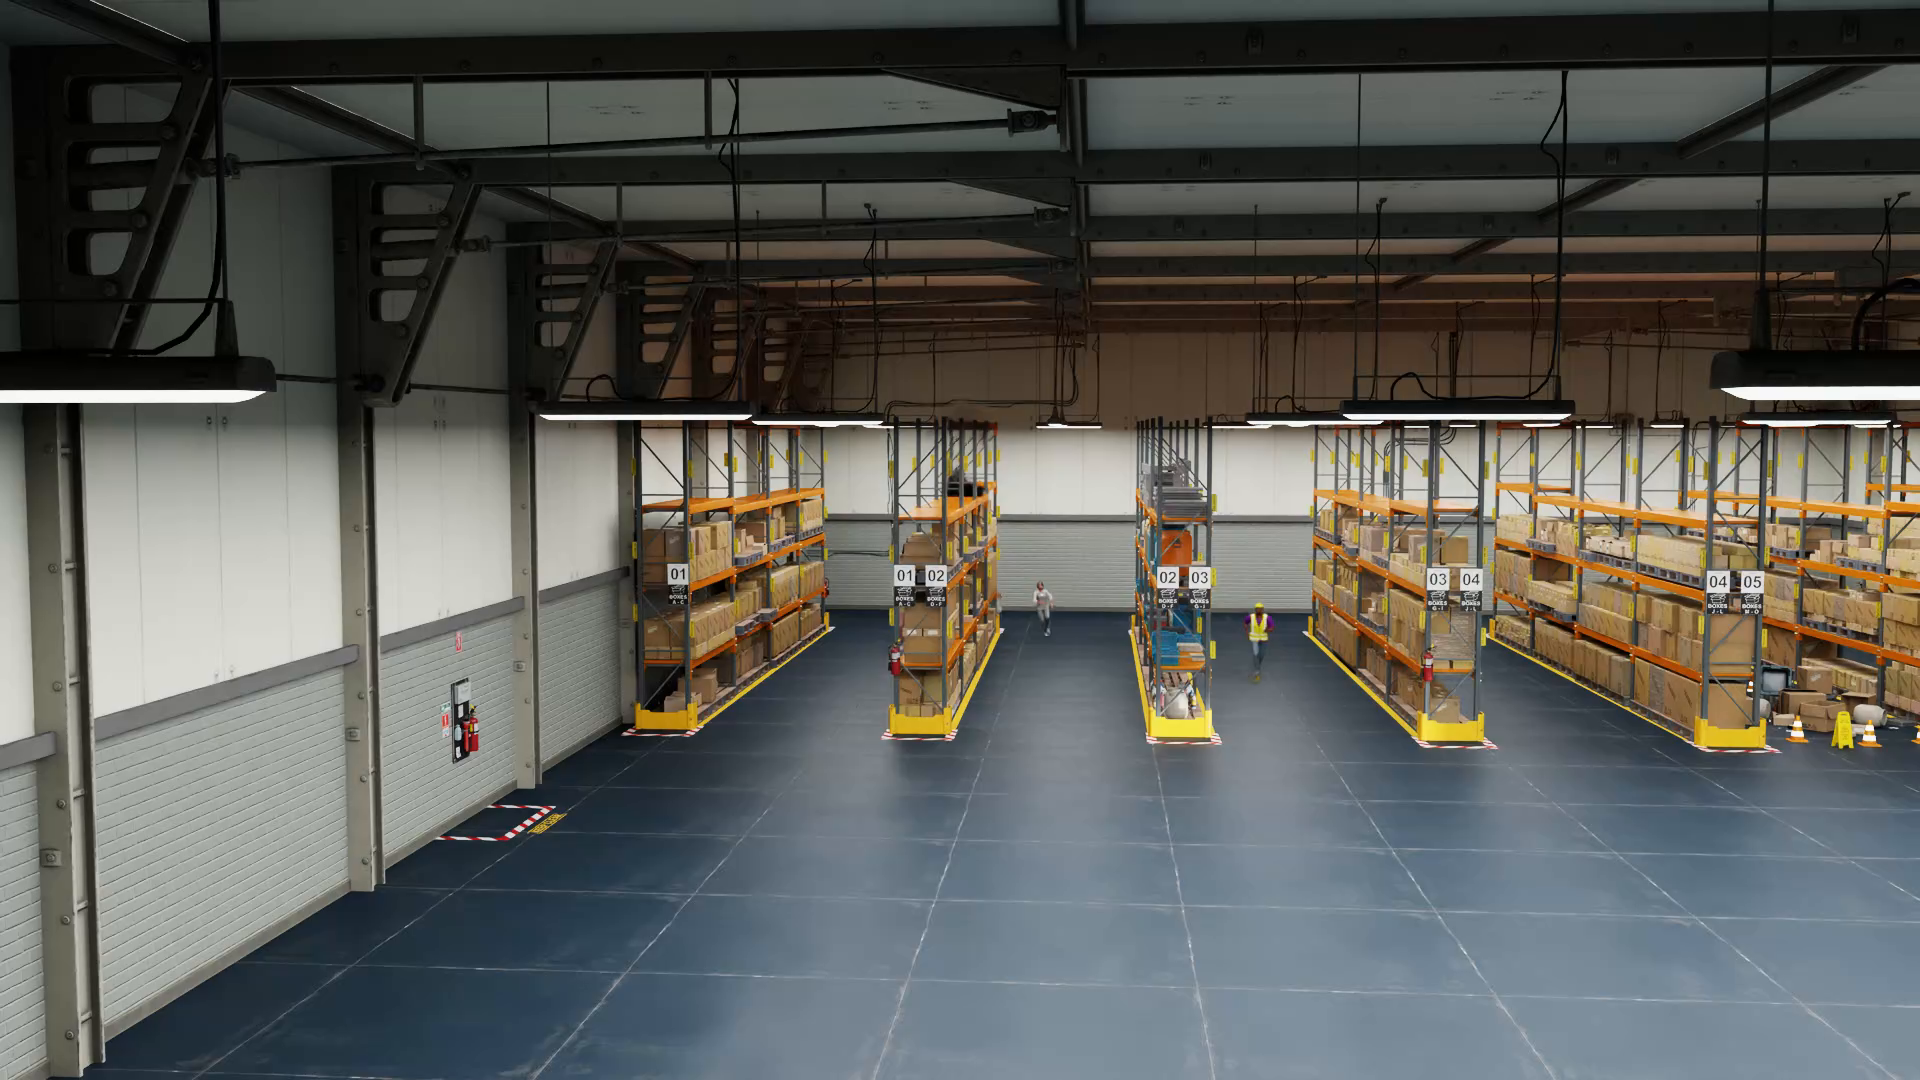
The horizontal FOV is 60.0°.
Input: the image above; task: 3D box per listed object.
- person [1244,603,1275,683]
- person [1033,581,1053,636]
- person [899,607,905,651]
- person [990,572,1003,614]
[{"bbox_3d":[6.924,2.343,38.422,0.661,1.807,1.065,0,4,-2],"label":"person"},{"bbox_3d":[2.311,1.918,46.292,0.553,1.527,0.602,0,4,1],"label":"person"},{"bbox_3d":[-1.390,1.885,41.906,0.559,1.779,0.708,0,4,-3],"label":"person"},{"bbox_3d":[0.964,1.702,48.654,0.553,1.700,0.763,1,4,14],"label":"person"}]
